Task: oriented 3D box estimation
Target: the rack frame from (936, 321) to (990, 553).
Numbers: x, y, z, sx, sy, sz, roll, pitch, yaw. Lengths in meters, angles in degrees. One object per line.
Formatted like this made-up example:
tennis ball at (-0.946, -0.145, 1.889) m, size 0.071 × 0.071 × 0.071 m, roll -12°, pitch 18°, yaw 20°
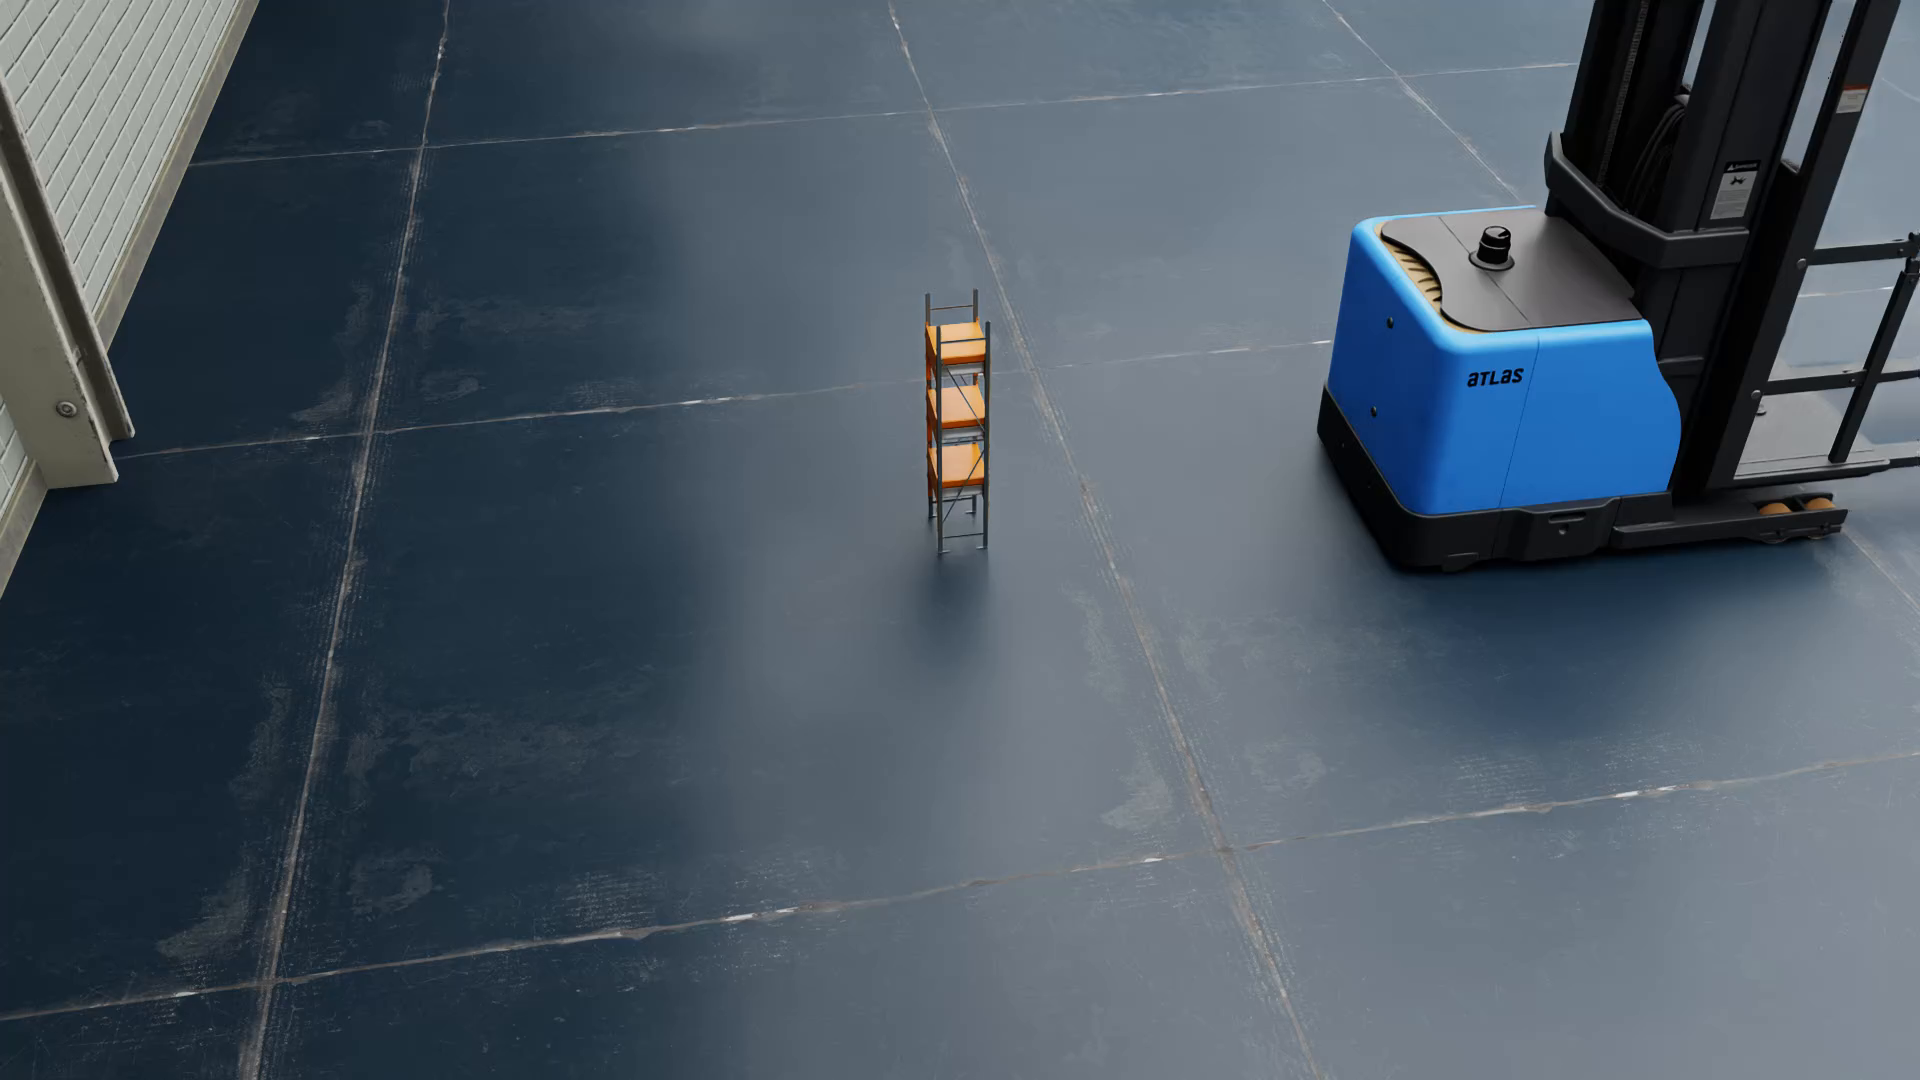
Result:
rack frame at (0.012, -0.373, 6.375) m, size 0.200 × 1.050 × 0.008 m, roll -6°, pitch 38°, yaw -8°

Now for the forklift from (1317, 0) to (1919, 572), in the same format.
forklift at (3.118, -1.457, 6.236) m, size 3.031 × 2.935 × 1.130 m, roll -6°, pitch 38°, yaw -7°

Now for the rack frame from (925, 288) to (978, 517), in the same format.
rack frame at (-0.031, -0.521, 6.564) m, size 0.200 × 1.050 × 0.008 m, roll -6°, pitch 38°, yaw -8°

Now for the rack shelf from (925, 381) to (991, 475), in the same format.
rack shelf at (-0.009, -0.439, 6.476) m, size 0.215 × 0.259 × 0.240 m, roll -6°, pitch 38°, yaw -8°

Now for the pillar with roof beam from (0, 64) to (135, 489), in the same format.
pillar with roof beam at (0.465, -4.365, 5.034) m, size 9.100 × 9.000 × 0.400 m, roll -6°, pitch 38°, yaw -8°

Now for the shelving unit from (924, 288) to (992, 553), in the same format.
shelving unit at (-0.009, -0.447, 6.470) m, size 0.215 × 1.050 × 0.252 m, roll -6°, pitch 38°, yaw -8°

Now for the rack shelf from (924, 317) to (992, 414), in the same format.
rack shelf at (-0.009, -0.663, 6.302) m, size 0.215 × 0.259 × 0.240 m, roll -6°, pitch 38°, yaw -8°

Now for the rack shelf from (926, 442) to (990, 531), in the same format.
rack shelf at (-0.009, -0.219, 6.647) m, size 0.215 × 0.259 × 0.240 m, roll -6°, pitch 38°, yaw -8°
